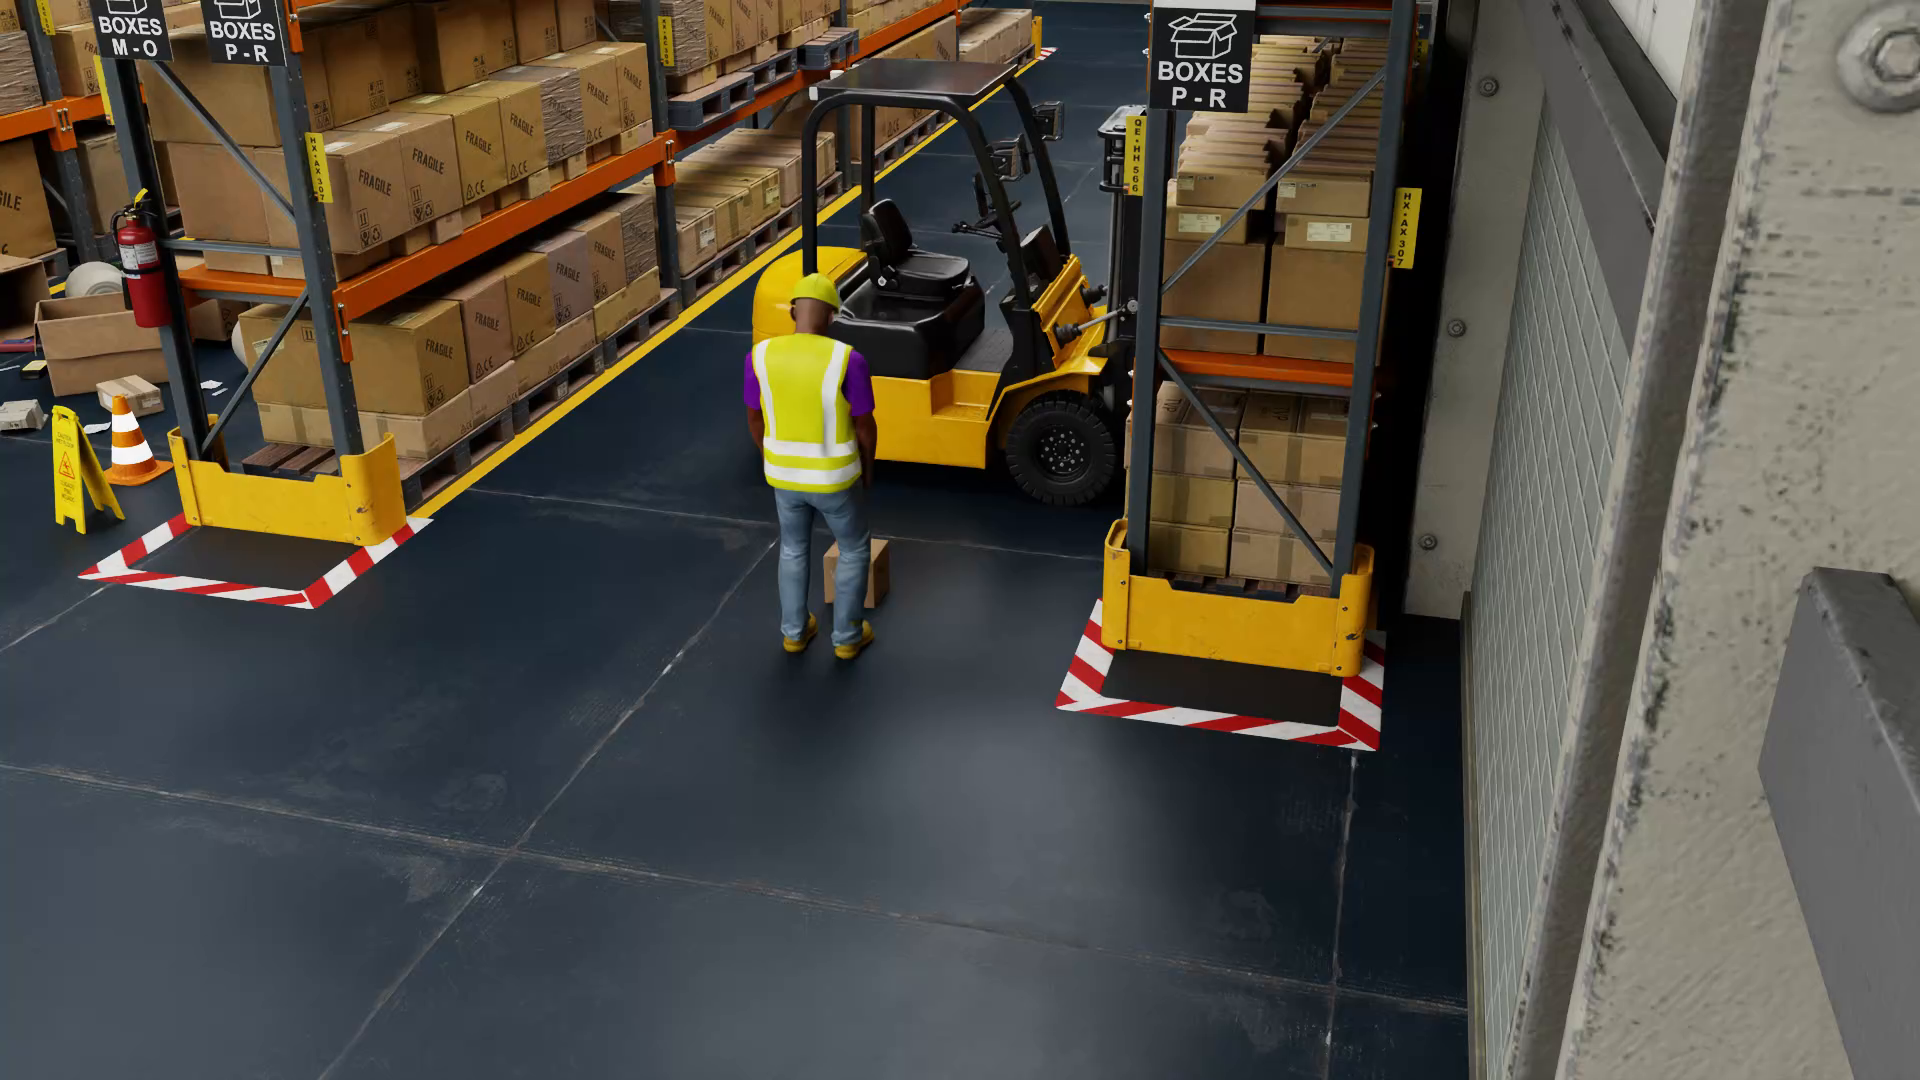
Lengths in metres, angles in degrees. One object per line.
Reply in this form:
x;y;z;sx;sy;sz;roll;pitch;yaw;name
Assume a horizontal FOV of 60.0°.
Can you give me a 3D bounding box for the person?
-0.627;-0.311;7.314;0.454;1.707;0.471;7;26;14;person
